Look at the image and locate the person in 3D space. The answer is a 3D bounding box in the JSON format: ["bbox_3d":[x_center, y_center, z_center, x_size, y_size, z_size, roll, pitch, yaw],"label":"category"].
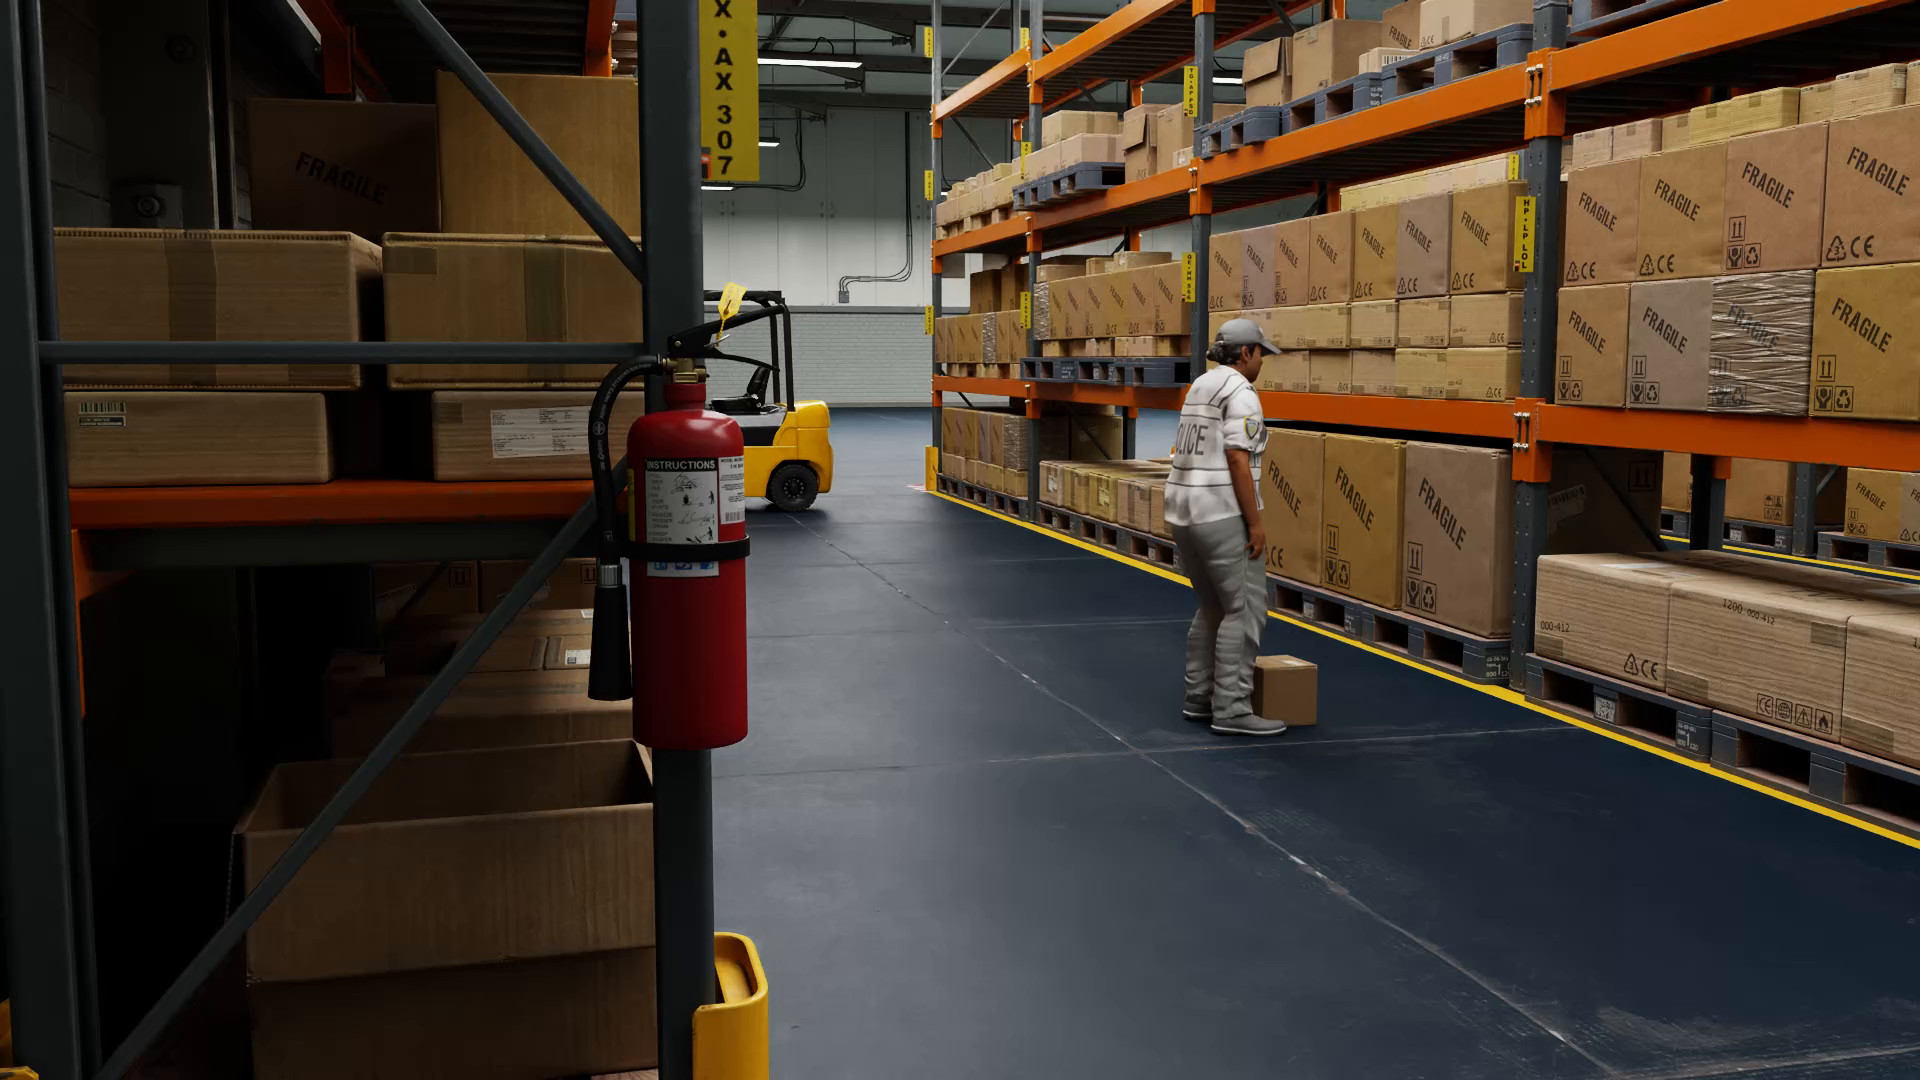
[{"bbox_3d":[1.095,-0.068,6.778,0.467,1.665,0.555,-2,7,-17],"label":"person"}]
